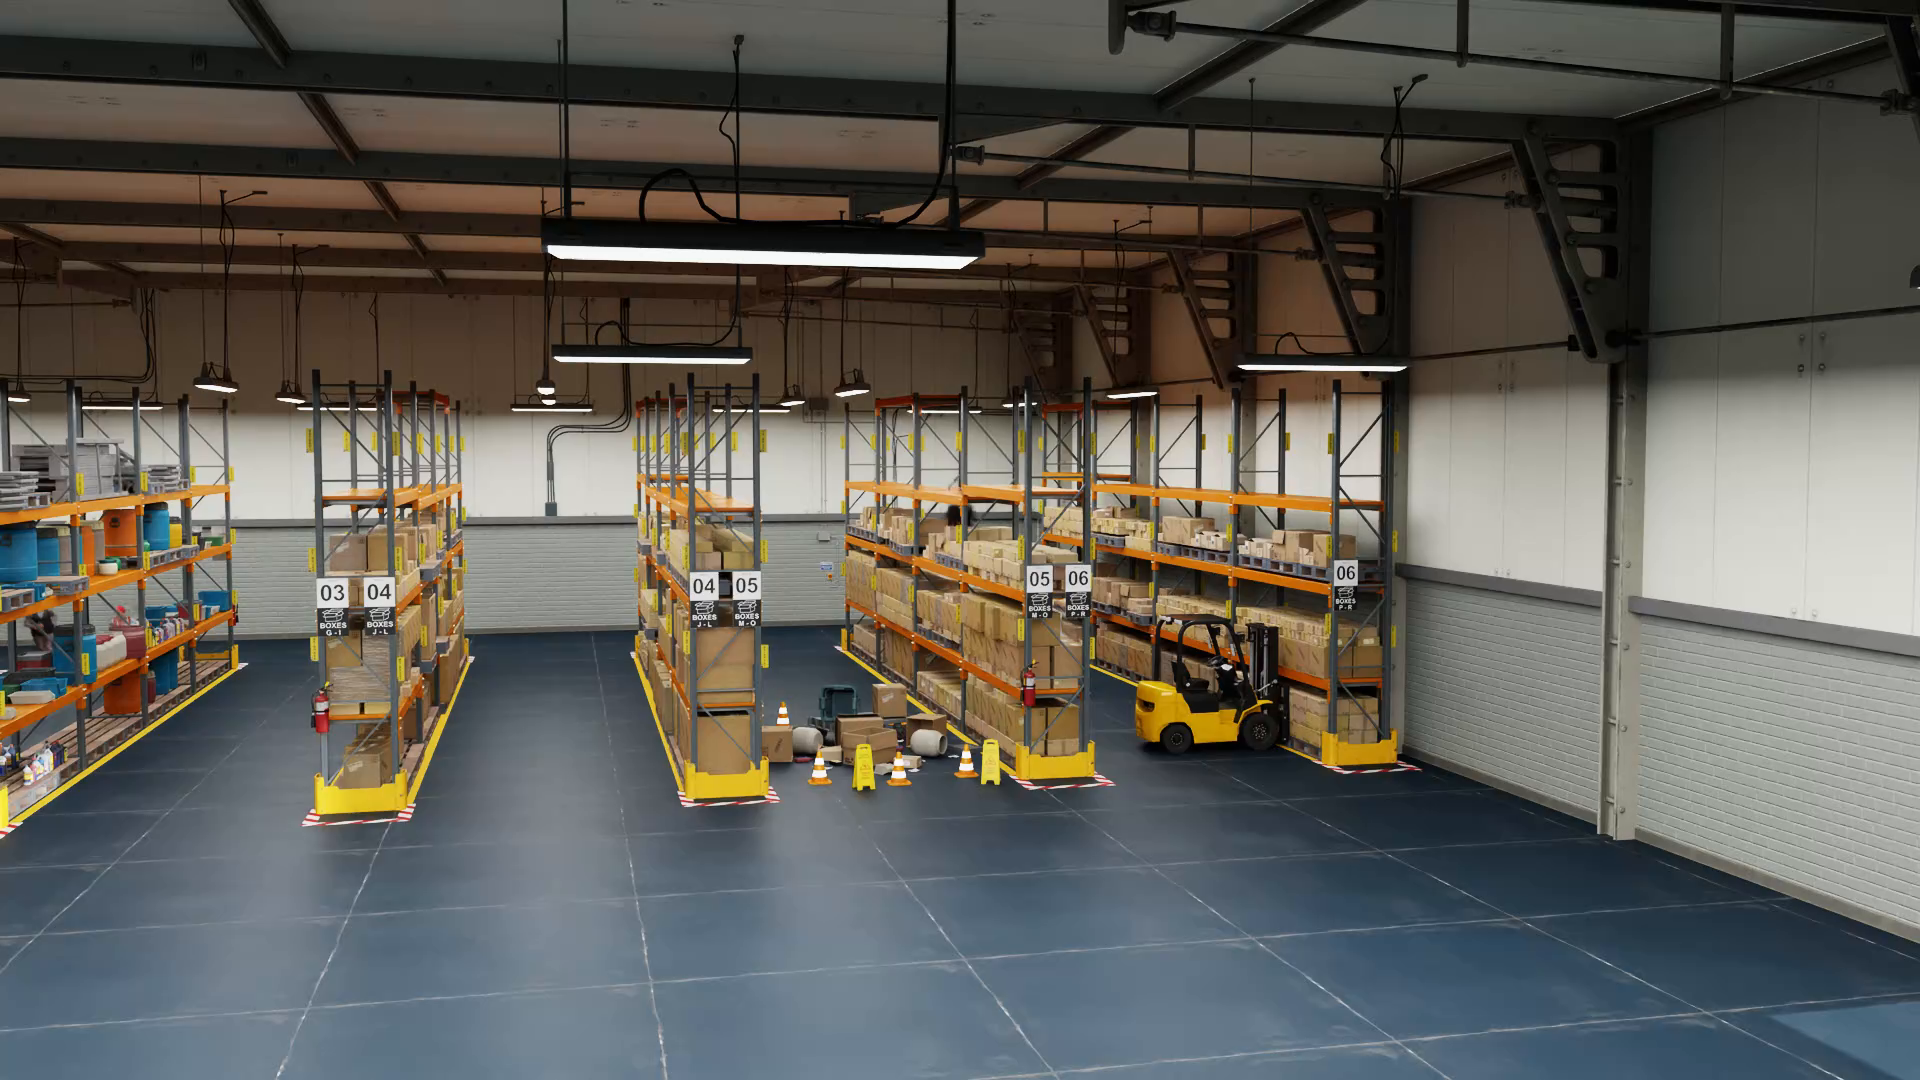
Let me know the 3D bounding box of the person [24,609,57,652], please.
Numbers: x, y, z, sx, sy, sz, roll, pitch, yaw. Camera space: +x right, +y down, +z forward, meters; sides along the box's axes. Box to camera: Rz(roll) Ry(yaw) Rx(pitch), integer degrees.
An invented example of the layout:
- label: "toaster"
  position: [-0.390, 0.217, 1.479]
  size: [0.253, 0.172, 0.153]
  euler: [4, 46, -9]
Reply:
- label: "person"
  position: [-19.833, 2.089, 35.891]
  size: [0.630, 1.751, 0.702]
  euler: [-2, 4, -27]

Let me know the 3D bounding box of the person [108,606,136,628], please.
- label: "person"
  position: [-17.205, 2.176, 34.363]
  size: [0.685, 1.699, 0.912]
  euler: [-1, 4, -22]
